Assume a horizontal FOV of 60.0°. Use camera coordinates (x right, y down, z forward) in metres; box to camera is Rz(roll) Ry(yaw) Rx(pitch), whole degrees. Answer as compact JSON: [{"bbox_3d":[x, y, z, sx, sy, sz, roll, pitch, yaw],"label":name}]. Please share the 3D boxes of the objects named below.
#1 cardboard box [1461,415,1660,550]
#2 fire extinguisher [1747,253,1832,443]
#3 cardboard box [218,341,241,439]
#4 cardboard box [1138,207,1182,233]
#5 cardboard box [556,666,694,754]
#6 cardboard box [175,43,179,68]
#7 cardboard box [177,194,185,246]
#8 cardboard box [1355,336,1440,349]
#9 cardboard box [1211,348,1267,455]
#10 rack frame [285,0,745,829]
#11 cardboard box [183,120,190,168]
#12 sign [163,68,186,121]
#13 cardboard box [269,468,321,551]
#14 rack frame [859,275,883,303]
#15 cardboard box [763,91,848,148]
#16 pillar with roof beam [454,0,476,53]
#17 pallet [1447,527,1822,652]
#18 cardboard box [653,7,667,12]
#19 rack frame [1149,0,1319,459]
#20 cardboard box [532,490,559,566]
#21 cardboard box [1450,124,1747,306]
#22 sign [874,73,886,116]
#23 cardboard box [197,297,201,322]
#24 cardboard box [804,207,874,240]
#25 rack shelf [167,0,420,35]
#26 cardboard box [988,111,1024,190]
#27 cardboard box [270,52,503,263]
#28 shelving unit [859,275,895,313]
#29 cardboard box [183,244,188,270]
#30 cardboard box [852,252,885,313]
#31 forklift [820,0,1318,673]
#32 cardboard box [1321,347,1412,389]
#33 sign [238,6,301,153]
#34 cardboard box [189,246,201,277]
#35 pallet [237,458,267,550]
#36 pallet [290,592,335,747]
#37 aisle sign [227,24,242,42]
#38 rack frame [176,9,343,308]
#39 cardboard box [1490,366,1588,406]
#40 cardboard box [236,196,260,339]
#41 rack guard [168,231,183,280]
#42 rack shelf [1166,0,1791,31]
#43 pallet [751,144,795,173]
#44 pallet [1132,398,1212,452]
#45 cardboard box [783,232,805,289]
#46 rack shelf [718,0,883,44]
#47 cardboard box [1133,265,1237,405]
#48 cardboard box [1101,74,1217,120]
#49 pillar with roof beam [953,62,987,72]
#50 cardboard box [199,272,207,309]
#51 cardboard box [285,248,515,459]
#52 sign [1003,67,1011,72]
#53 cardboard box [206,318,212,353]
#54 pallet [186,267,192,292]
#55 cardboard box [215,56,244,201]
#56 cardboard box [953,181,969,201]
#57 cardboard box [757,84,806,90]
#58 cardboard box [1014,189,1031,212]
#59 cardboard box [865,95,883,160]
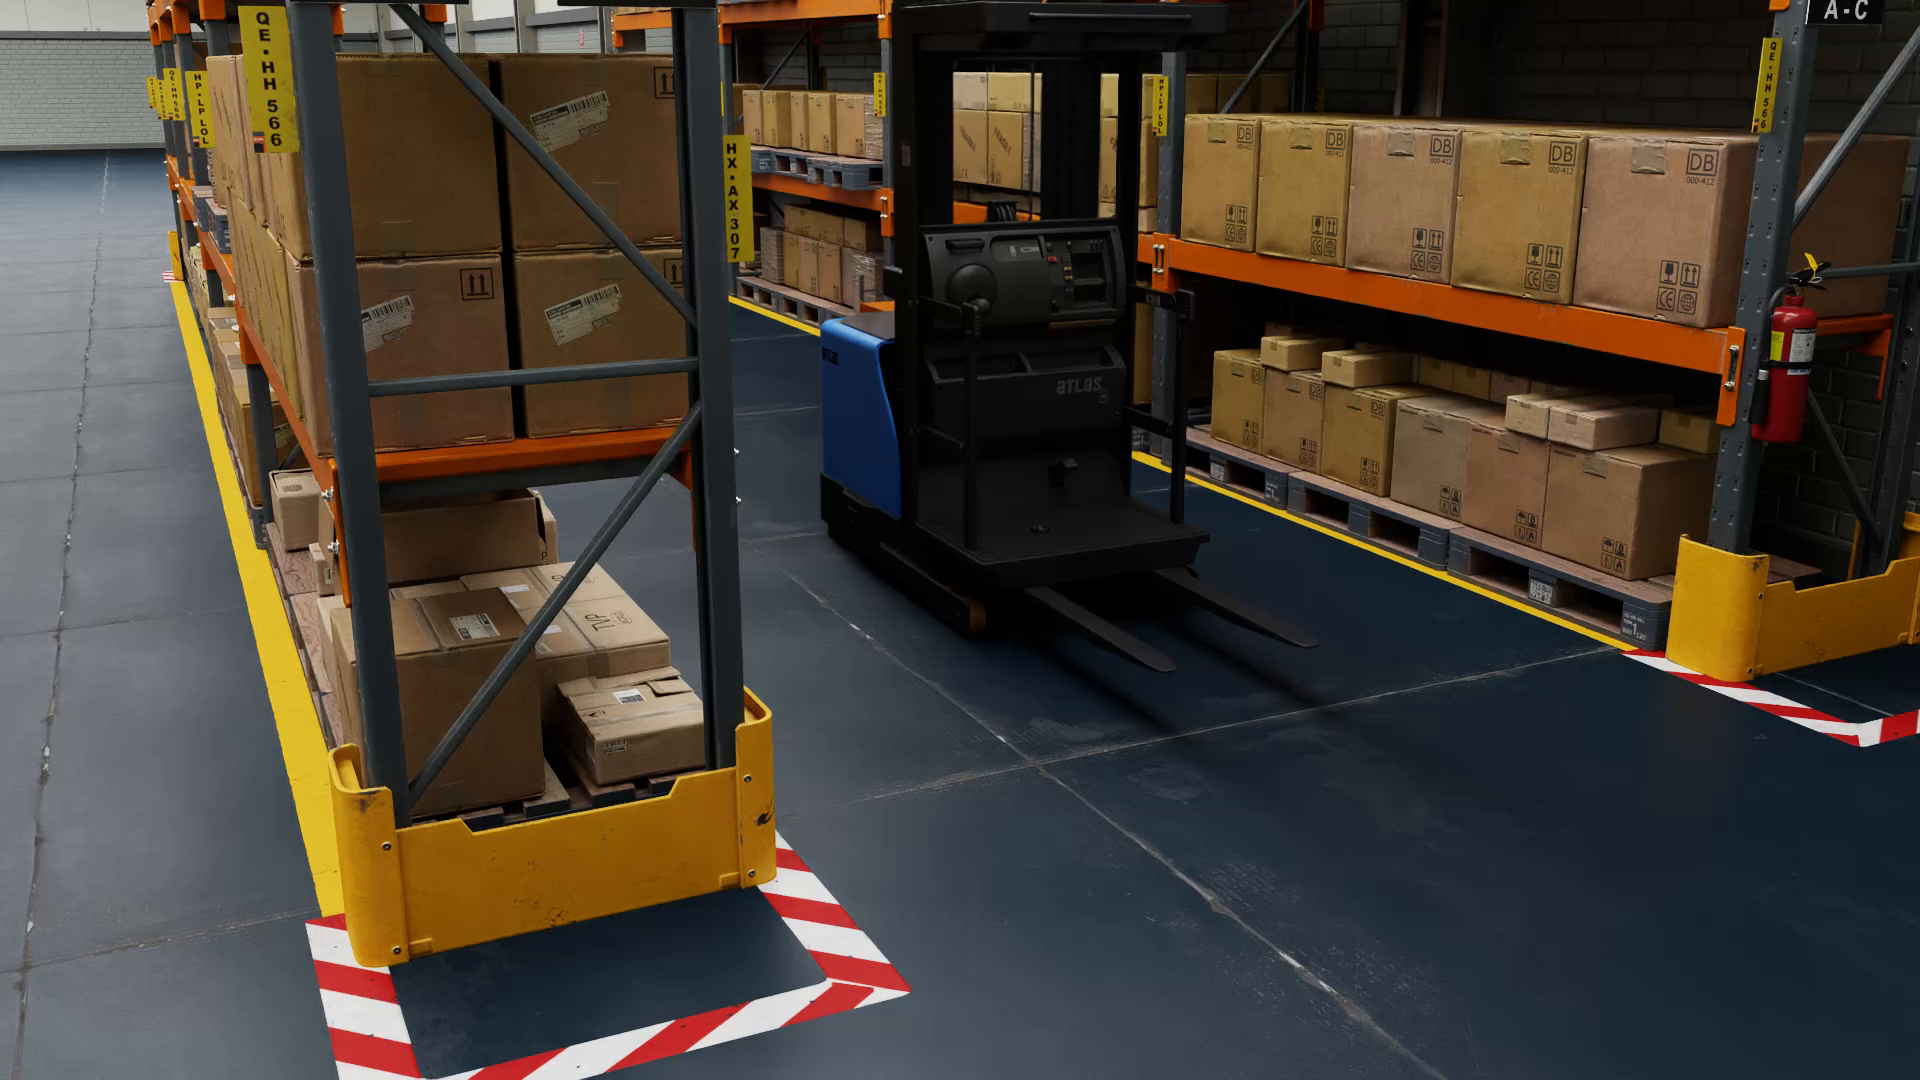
[{"bbox_3d":[2.756,-0.296,7.614,0.700,0.500,0.500,-8,18,-25],"label":"cardboard box"},{"bbox_3d":[3.023,-0.700,6.070,0.296,0.674,0.183,-8,18,-25],"label":"fire extinguisher"},{"bbox_3d":[-3.959,-0.874,9.592,0.500,0.500,0.500,-8,18,-27],"label":"cardboard box"},{"bbox_3d":[1.217,-1.940,9.993,0.380,0.149,0.250,-7,18,-24],"label":"cardboard box"},{"bbox_3d":[-1.064,0.533,5.296,0.380,0.166,0.250,-8,18,-25],"label":"cardboard box"},{"bbox_3d":[-6.978,-4.416,15.669,0.700,0.500,0.500,-8,18,-25],"label":"cardboard box"},{"bbox_3d":[-7.833,-3.335,17.298,0.500,0.500,0.500,-8,18,-25],"label":"cardboard box"},{"bbox_3d":[2.319,-0.980,8.824,0.380,0.149,0.250,-8,18,-27],"label":"cardboard box"},{"bbox_3d":[1.855,-0.804,9.386,0.700,0.500,0.500,-7,18,-24],"label":"cardboard box"},{"bbox_3d":[-1.080,-0.410,4.243,1.000,3.000,0.127,-8,18,-25],"label":"rack frame"},{"bbox_3d":[-7.215,-3.925,16.309,0.700,0.500,0.500,-7,17,-23],"label":"cardboard box"},{"bbox_3d":[-5.082,-2.883,10.759,0.100,0.325,0.005,-8,18,-25],"label":"sign"},{"bbox_3d":[-2.842,-0.191,7.556,0.500,0.311,0.500,-8,18,-25],"label":"cardboard box"},{"bbox_3d":[-0.420,-0.830,8.969,0.240,1.200,0.015,-7,18,-24],"label":"rack frame"},{"bbox_3d":[-1.455,-3.975,15.686,0.700,0.500,0.500,-6,17,-19],"label":"cardboard box"},{"bbox_3d":[-14.309,-11.735,32.829,9.100,9.000,0.400,-8,18,-25],"label":"pillar with roof beam"},{"bbox_3d":[2.951,0.142,7.375,1.003,0.211,1.213,-8,18,-25],"label":"pallet"},{"bbox_3d":[-3.028,-5.968,17.953,0.500,0.500,0.500,-6,17,-21],"label":"cardboard box"},{"bbox_3d":[1.619,-2.002,9.789,1.000,3.000,0.127,-8,18,-25],"label":"rack frame"},{"bbox_3d":[-1.999,-0.028,6.989,0.500,0.311,0.500,-8,18,-25],"label":"cardboard box"},{"bbox_3d":[2.811,-1.459,7.351,0.980,0.700,0.700,-8,18,-25],"label":"cardboard box"},{"bbox_3d":[-0.617,-3.444,12.859,0.100,0.325,0.005,-8,18,-25],"label":"sign"},{"bbox_3d":[-6.160,-2.009,14.038,0.500,0.250,0.500,-7,18,-24],"label":"cardboard box"},{"bbox_3d":[-1.121,-2.938,15.426,0.500,0.250,0.500,-8,18,-26],"label":"cardboard box"},{"bbox_3d":[-3.708,-2.994,9.113,1.077,0.370,4.000,-8,18,-25],"label":"rack shelf"},{"bbox_3d":[0.522,-2.661,11.327,0.500,0.500,0.500,-7,17,-23],"label":"cardboard box"},{"bbox_3d":[-1.522,-1.016,4.360,0.500,0.500,0.500,-8,18,-25],"label":"cardboard box"},{"bbox_3d":[-0.318,-0.769,8.756,0.258,1.200,0.503,-7,18,-24],"label":"shelving unit"},{"bbox_3d":[-7.832,-2.975,17.402,0.500,0.250,0.500,-8,18,-25],"label":"cardboard box"},{"bbox_3d":[-0.495,-2.176,14.129,0.700,0.500,0.500,-7,18,-24],"label":"cardboard box"},{"bbox_3d":[0.379,-1.149,6.941,1.130,2.935,3.031,-7,18,-24],"label":"forklift"},{"bbox_3d":[2.070,-0.880,8.473,0.380,0.149,0.250,-8,18,-26],"label":"cardboard box"},{"bbox_3d":[-1.587,-1.057,3.823,0.100,0.325,0.005,-8,18,-25],"label":"sign"},{"bbox_3d":[-6.380,-2.403,14.394,0.500,0.311,0.500,-8,18,-25],"label":"cardboard box"},{"bbox_3d":[-3.222,-0.259,8.771,1.003,0.211,1.213,-8,18,-25],"label":"pallet"},{"bbox_3d":[-1.994,0.411,6.435,1.003,0.211,1.213,-8,18,-25],"label":"pallet"},{"bbox_3d":[-7.854,-5.679,17.890,0.394,0.787,0.004,-8,18,-25],"label":"aisle sign"},{"bbox_3d":[-4.584,-2.394,11.156,1.000,3.000,0.127,-8,18,-25],"label":"rack frame"},{"bbox_3d":[2.766,-0.727,7.942,0.380,0.149,0.250,-7,18,-24],"label":"cardboard box"},{"bbox_3d":[-2.409,-1.040,6.256,0.500,0.500,0.500,-8,18,-25],"label":"cardboard box"},{"bbox_3d":[-8.100,-3.182,18.434,1.175,0.500,0.348,-8,18,-25],"label":"rack guard"},{"bbox_3d":[2.496,-2.602,7.746,1.077,0.370,4.000,-8,18,-25],"label":"rack shelf"},{"bbox_3d":[-1.681,-3.686,16.006,1.003,0.211,1.213,-8,18,-25],"label":"pallet"},{"bbox_3d":[1.214,-0.844,10.808,1.003,0.211,1.213,-8,18,-25],"label":"pallet"},{"bbox_3d":[-1.276,-2.693,15.931,0.700,0.500,0.500,-8,18,-26],"label":"cardboard box"},{"bbox_3d":[-1.009,-4.586,14.658,1.077,0.370,4.000,-8,18,-25],"label":"rack shelf"},{"bbox_3d":[1.218,-1.316,10.534,0.750,0.750,0.750,-7,18,-24],"label":"cardboard box"},{"bbox_3d":[1.185,-2.648,9.923,0.500,0.250,0.500,-7,18,-24],"label":"cardboard box"},{"bbox_3d":[-3.795,-5.784,12.092,9.100,9.000,0.400,-8,18,-25],"label":"pillar with roof beam"},{"bbox_3d":[-5.487,-1.898,12.632,0.500,0.311,0.500,-8,18,-25],"label":"cardboard box"},{"bbox_3d":[-1.520,-0.537,4.502,0.500,0.500,0.500,-7,17,-23],"label":"cardboard box"},{"bbox_3d":[0.365,-3.618,13.322,0.100,0.325,0.005,-8,18,-25],"label":"sign"},{"bbox_3d":[-5.263,-1.503,12.273,0.500,0.250,0.500,-8,18,-26],"label":"cardboard box"},{"bbox_3d":[-7.716,-2.853,17.809,1.003,0.211,1.213,-8,18,-25],"label":"pallet"},{"bbox_3d":[-2.427,-1.525,6.132,0.500,0.500,0.500,-8,18,-27],"label":"cardboard box"},{"bbox_3d":[0.167,-2.586,12.243,0.380,0.149,0.250,-8,18,-25],"label":"cardboard box"},{"bbox_3d":[-1.903,-4.425,17.110,0.500,0.500,0.500,-8,18,-26],"label":"cardboard box"},{"bbox_3d":[0.594,-2.328,11.344,0.380,0.149,0.250,-7,17,-23],"label":"cardboard box"},{"bbox_3d":[-0.348,-3.369,13.572,0.700,0.500,0.500,-10,19,-31],"label":"cardboard box"}]
